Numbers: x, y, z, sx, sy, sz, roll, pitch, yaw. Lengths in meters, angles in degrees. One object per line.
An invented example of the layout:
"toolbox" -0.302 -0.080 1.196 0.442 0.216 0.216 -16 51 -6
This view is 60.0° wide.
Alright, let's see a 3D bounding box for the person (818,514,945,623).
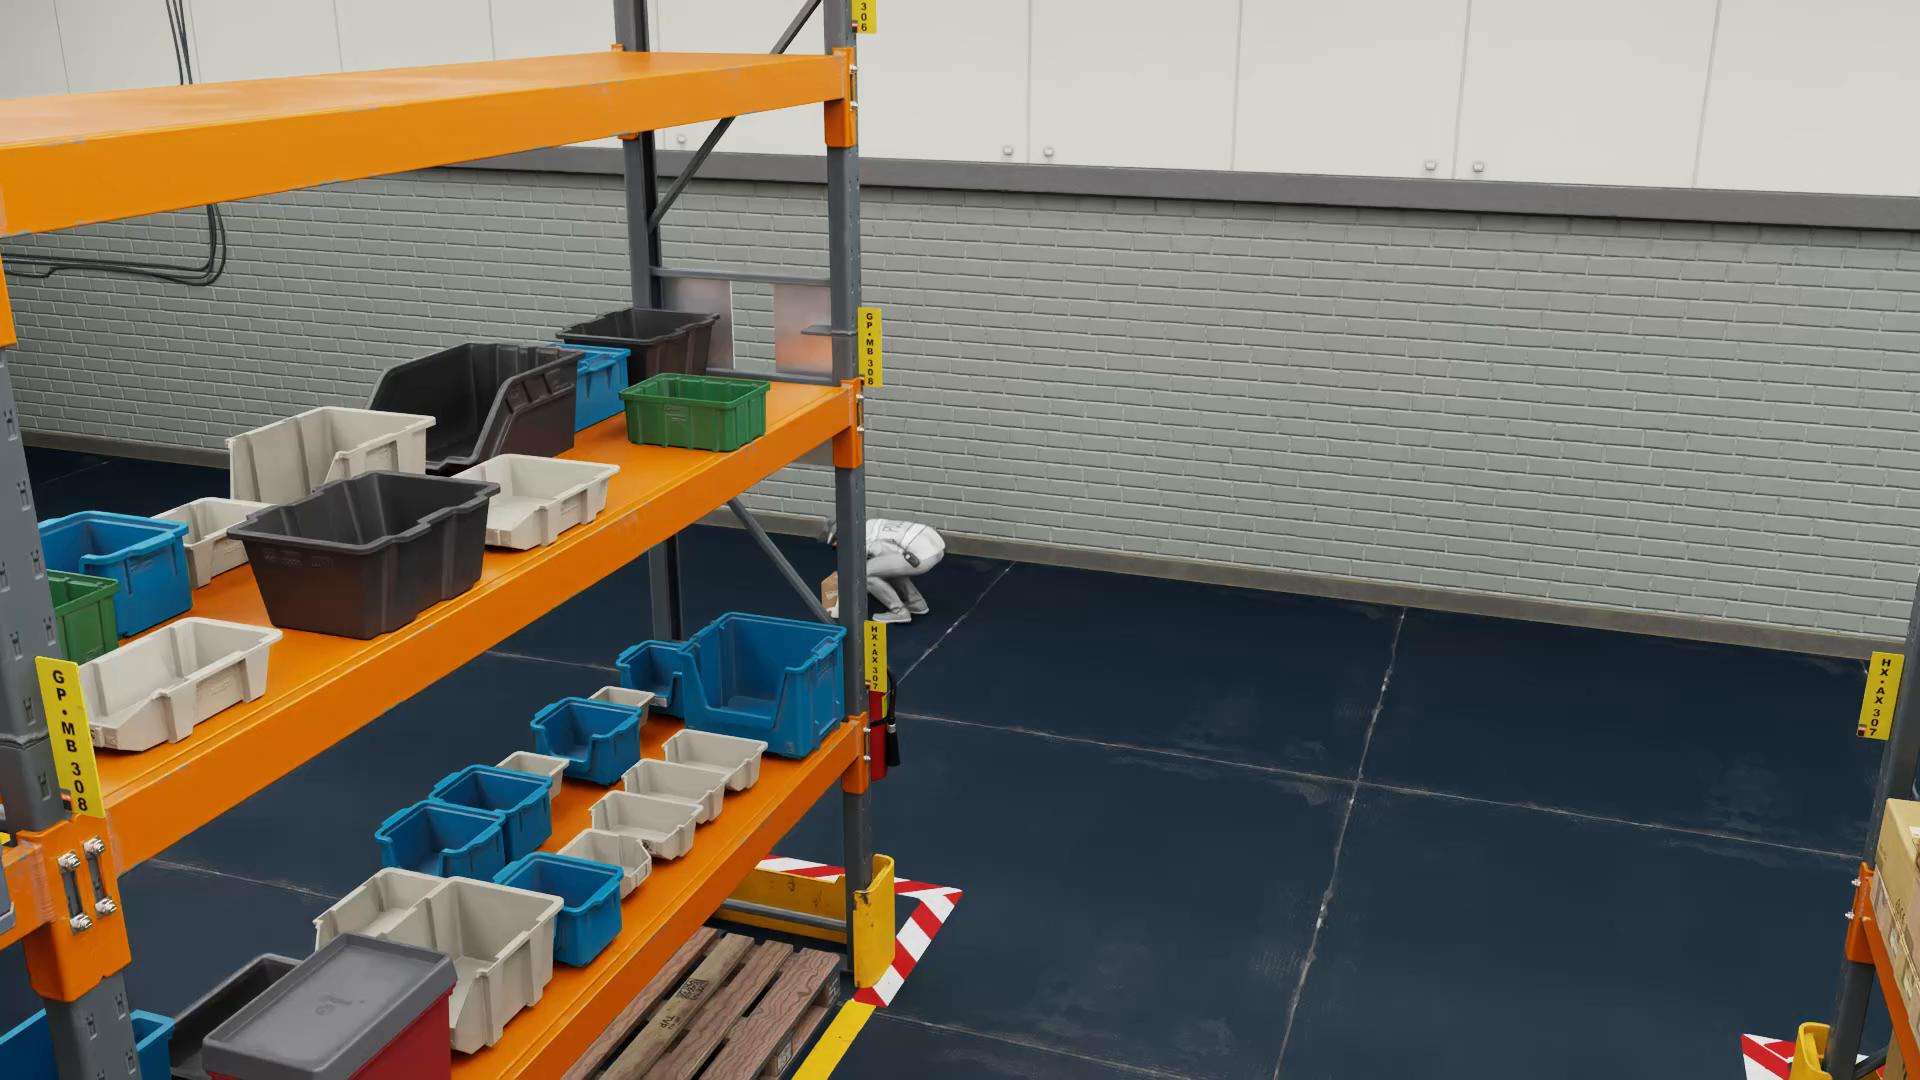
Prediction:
"person" -0.566 0.198 11.919 0.913 0.769 0.452 6 20 17
